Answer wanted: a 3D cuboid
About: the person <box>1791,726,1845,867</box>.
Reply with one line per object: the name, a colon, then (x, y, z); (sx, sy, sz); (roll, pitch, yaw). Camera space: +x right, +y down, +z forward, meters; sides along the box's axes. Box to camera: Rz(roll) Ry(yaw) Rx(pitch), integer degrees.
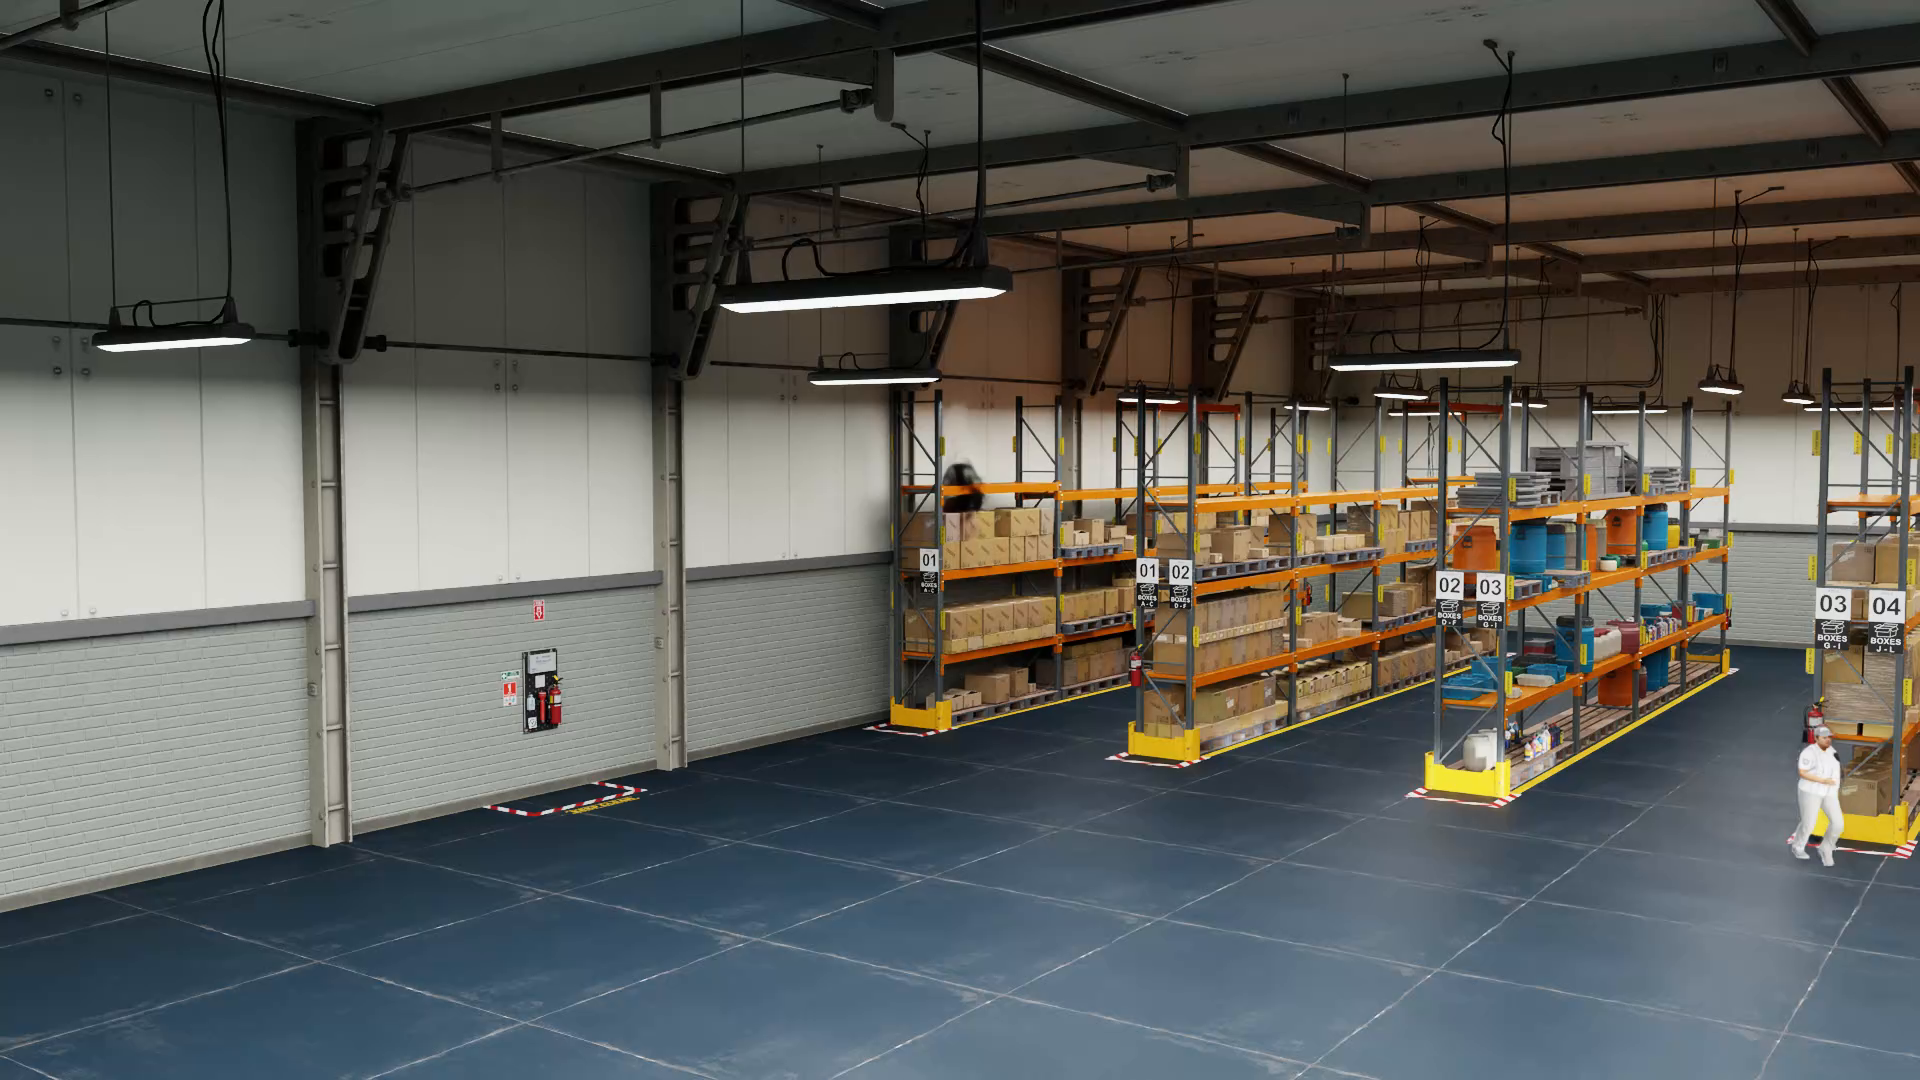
person: (10.298, 3.077, 19.879); (0.621, 1.720, 0.685); (0, 3, -9)
